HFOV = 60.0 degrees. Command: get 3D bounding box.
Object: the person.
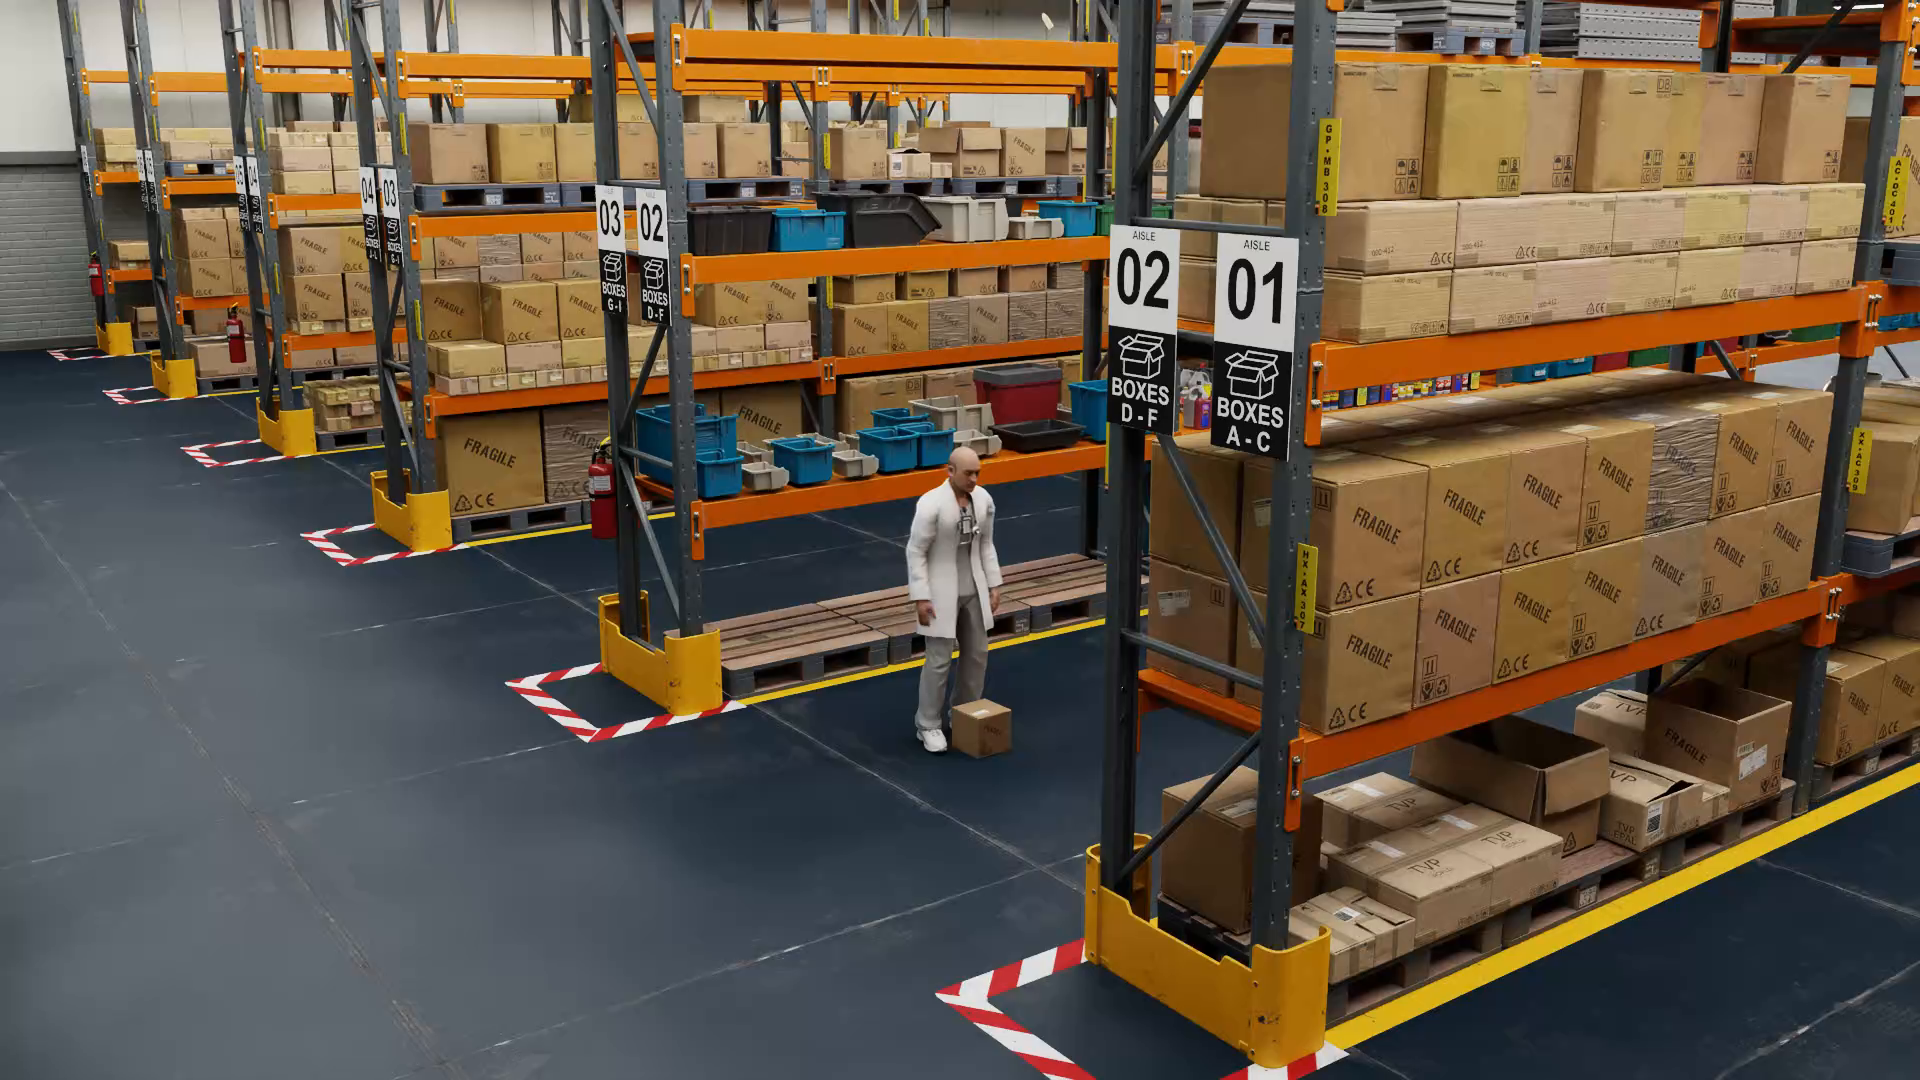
[{"bbox_3d":[-0.024,0.321,9.772,0.644,1.774,0.419,-10,17,-35],"label":"person"}]
